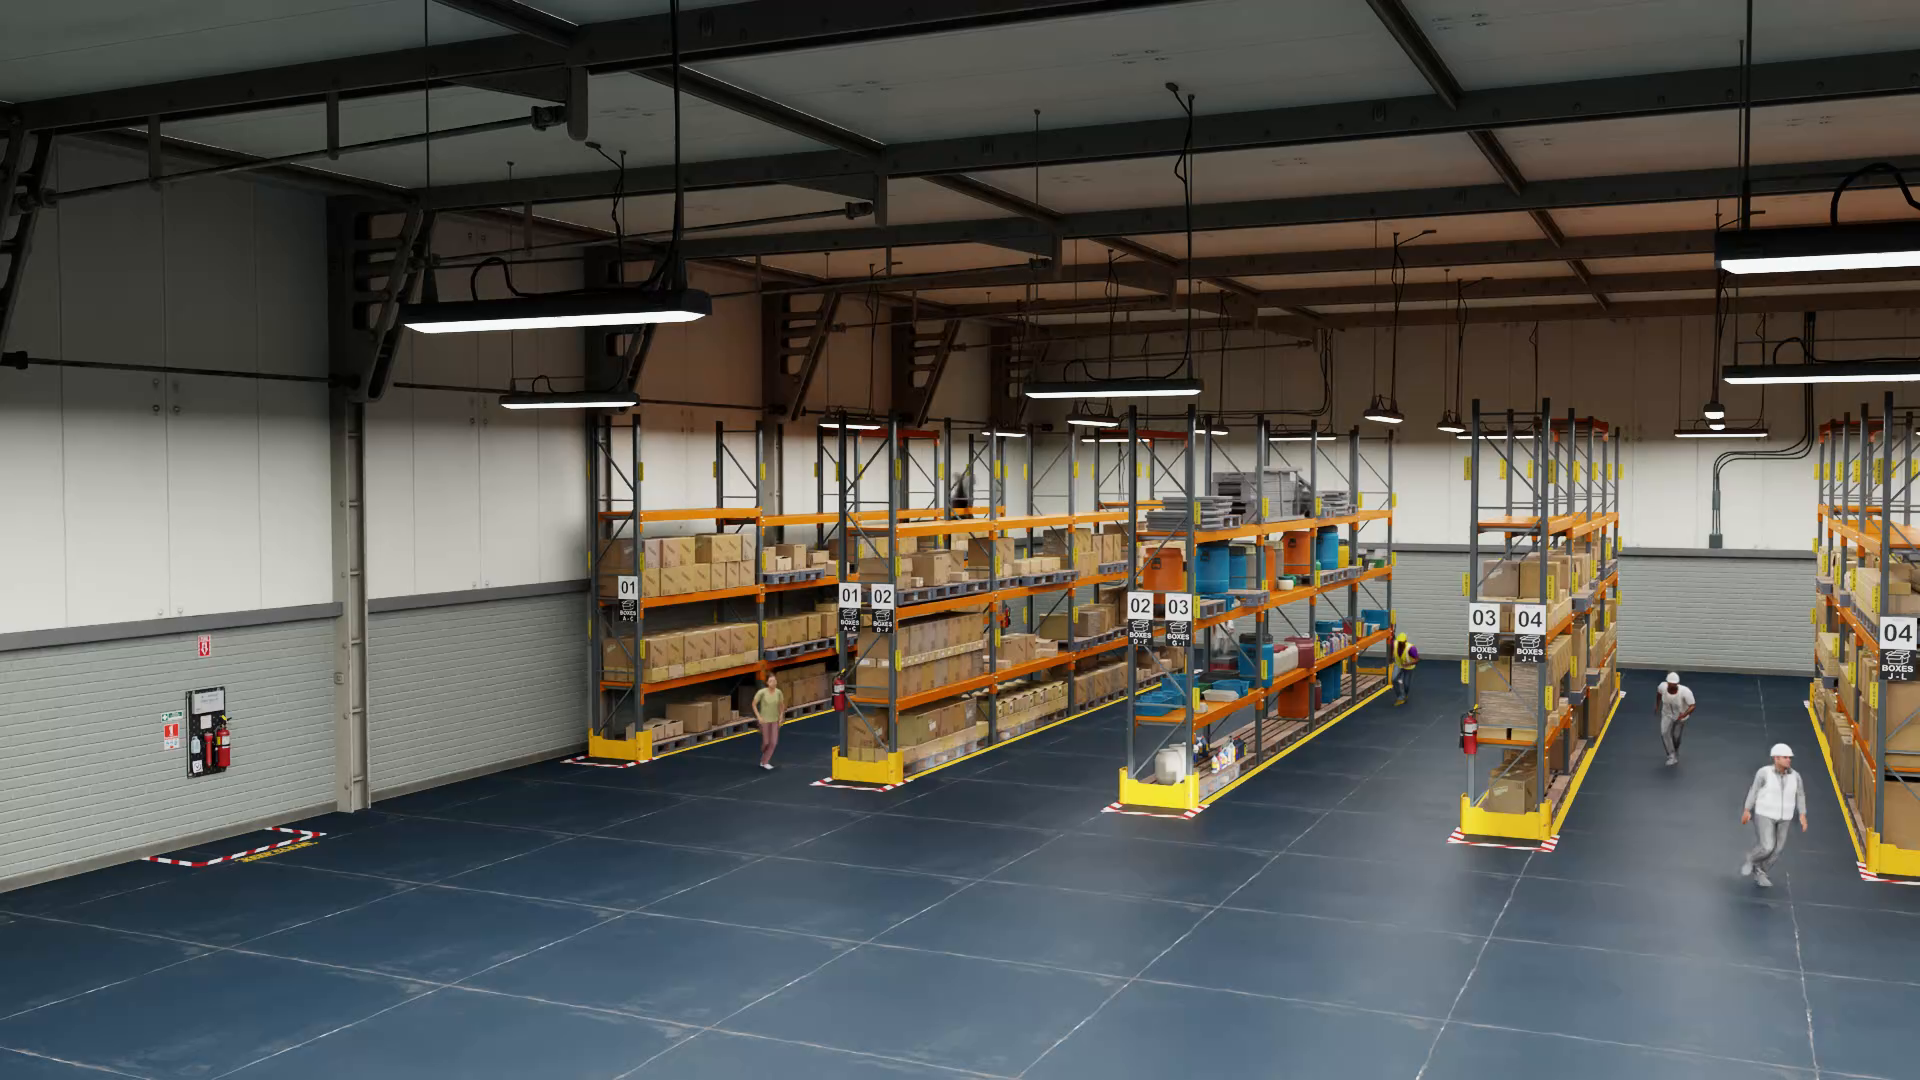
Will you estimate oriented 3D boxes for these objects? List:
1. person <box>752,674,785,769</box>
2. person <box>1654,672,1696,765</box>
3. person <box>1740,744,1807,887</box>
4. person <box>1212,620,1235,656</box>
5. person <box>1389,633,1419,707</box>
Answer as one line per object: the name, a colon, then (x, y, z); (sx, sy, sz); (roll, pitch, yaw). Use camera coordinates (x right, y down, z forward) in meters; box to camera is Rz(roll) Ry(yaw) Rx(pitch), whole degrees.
person: (-3.242, 3.049, 28.089); (0.582, 1.607, 0.557); (-1, 3, -24)
person: (12.214, 3.007, 28.377); (0.702, 1.585, 1.120); (2, 3, 33)
person: (9.796, 3.310, 19.996); (0.645, 1.754, 0.566); (0, 2, -4)
person: (6.680, 2.493, 42.192); (0.591, 1.559, 0.916); (1, 2, 12)
person: (9.562, 2.756, 35.744); (0.709, 1.599, 1.121); (1, 3, 29)
